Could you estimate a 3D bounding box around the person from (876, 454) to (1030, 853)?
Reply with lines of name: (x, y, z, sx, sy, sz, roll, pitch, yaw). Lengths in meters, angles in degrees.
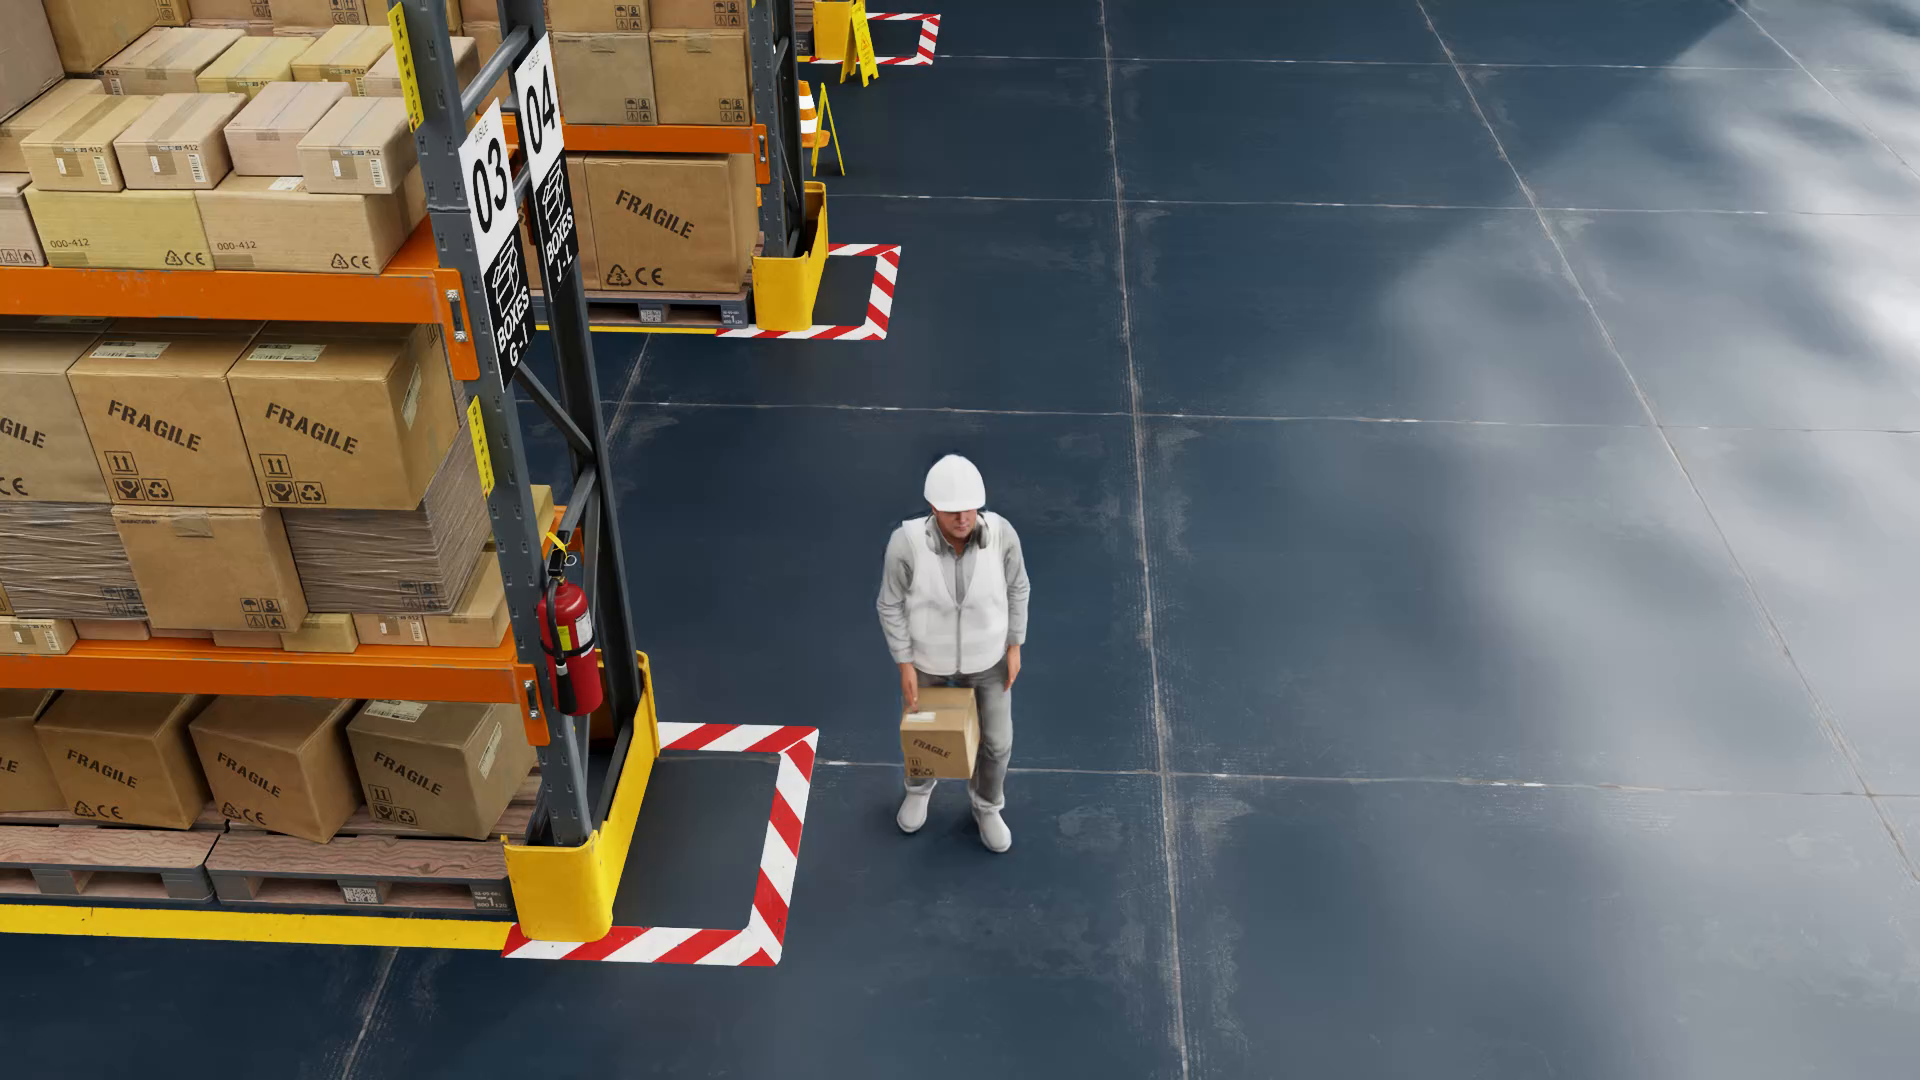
person: (-0.018, 0.454, 6.460, 0.602, 1.769, 0.490, -5, 36, -7)
